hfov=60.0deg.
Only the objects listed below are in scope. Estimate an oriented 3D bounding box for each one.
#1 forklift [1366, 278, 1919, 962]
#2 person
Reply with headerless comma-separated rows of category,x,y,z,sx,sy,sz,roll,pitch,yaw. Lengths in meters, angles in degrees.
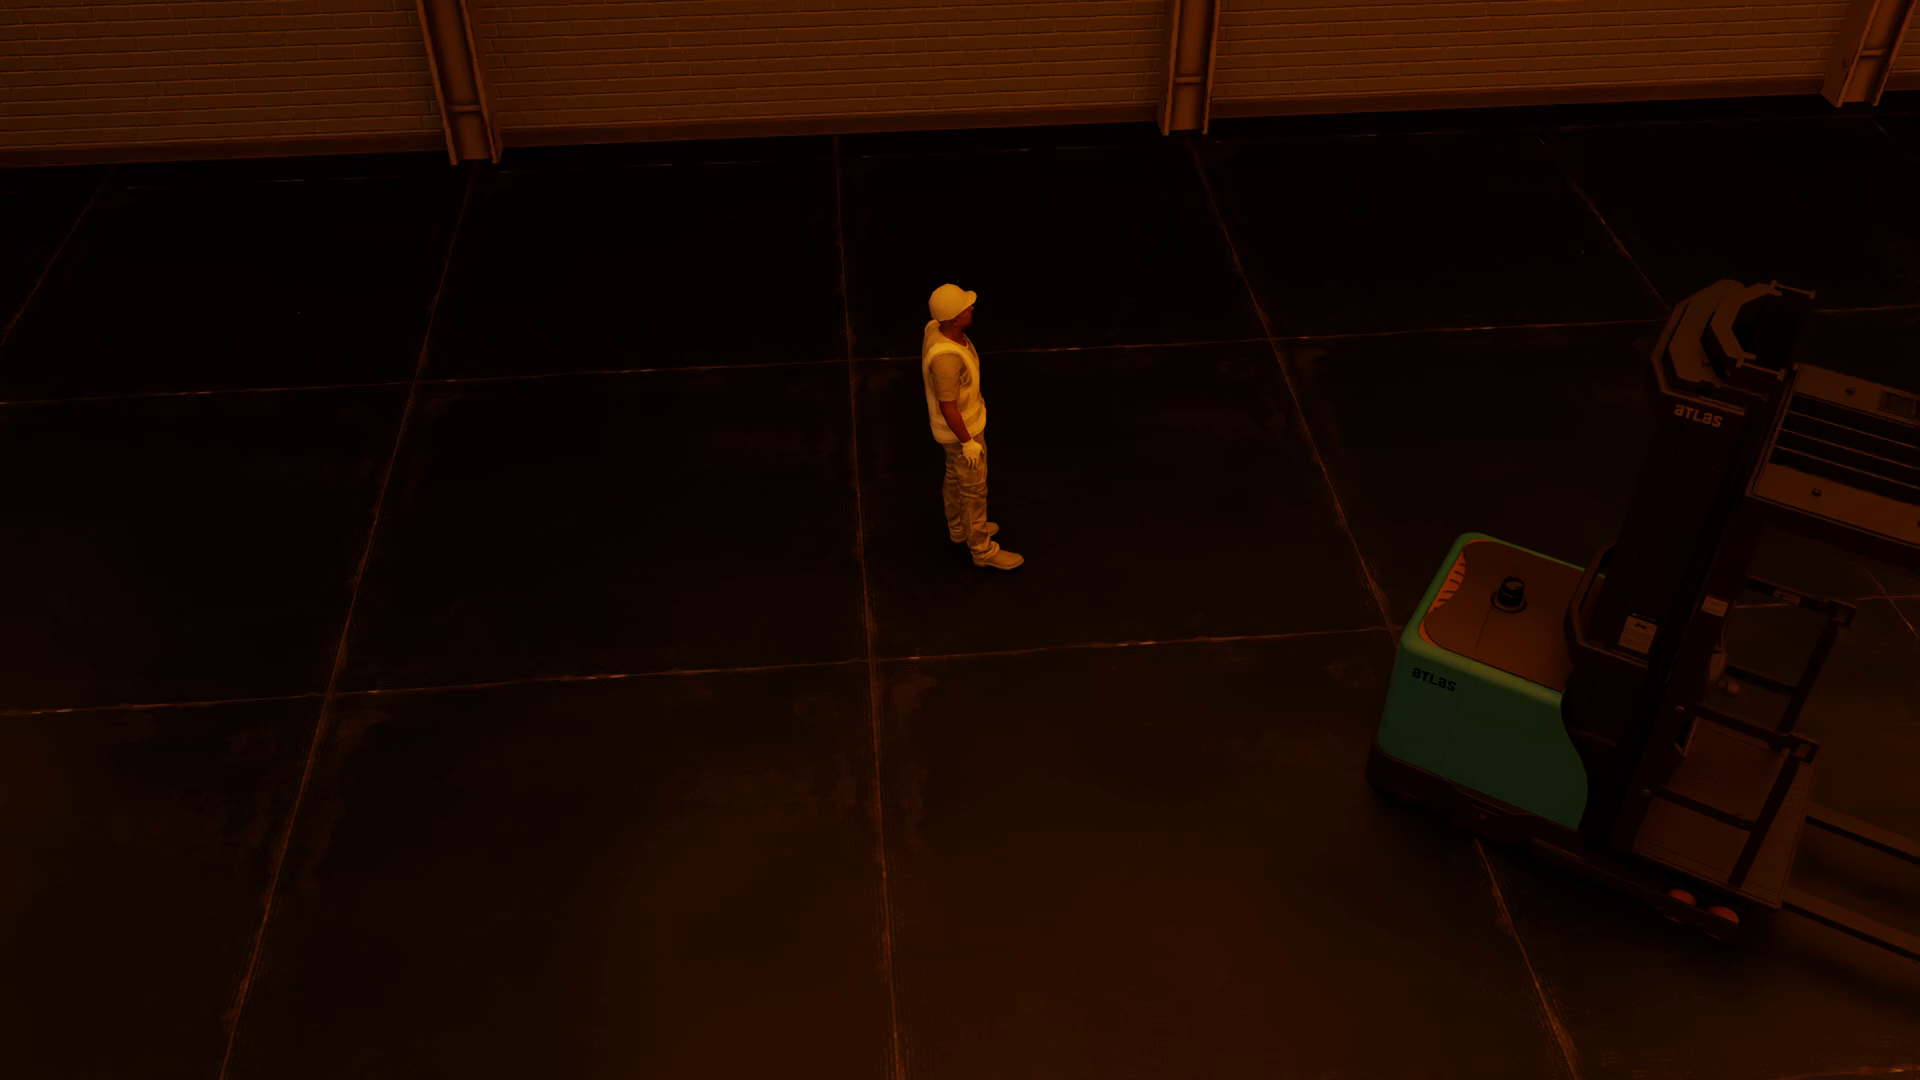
forklift,3.644,0.400,7.471,3.031,2.935,1.130,21,45,23
person,0.073,-0.682,9.608,0.575,1.784,0.656,-3,41,-4
